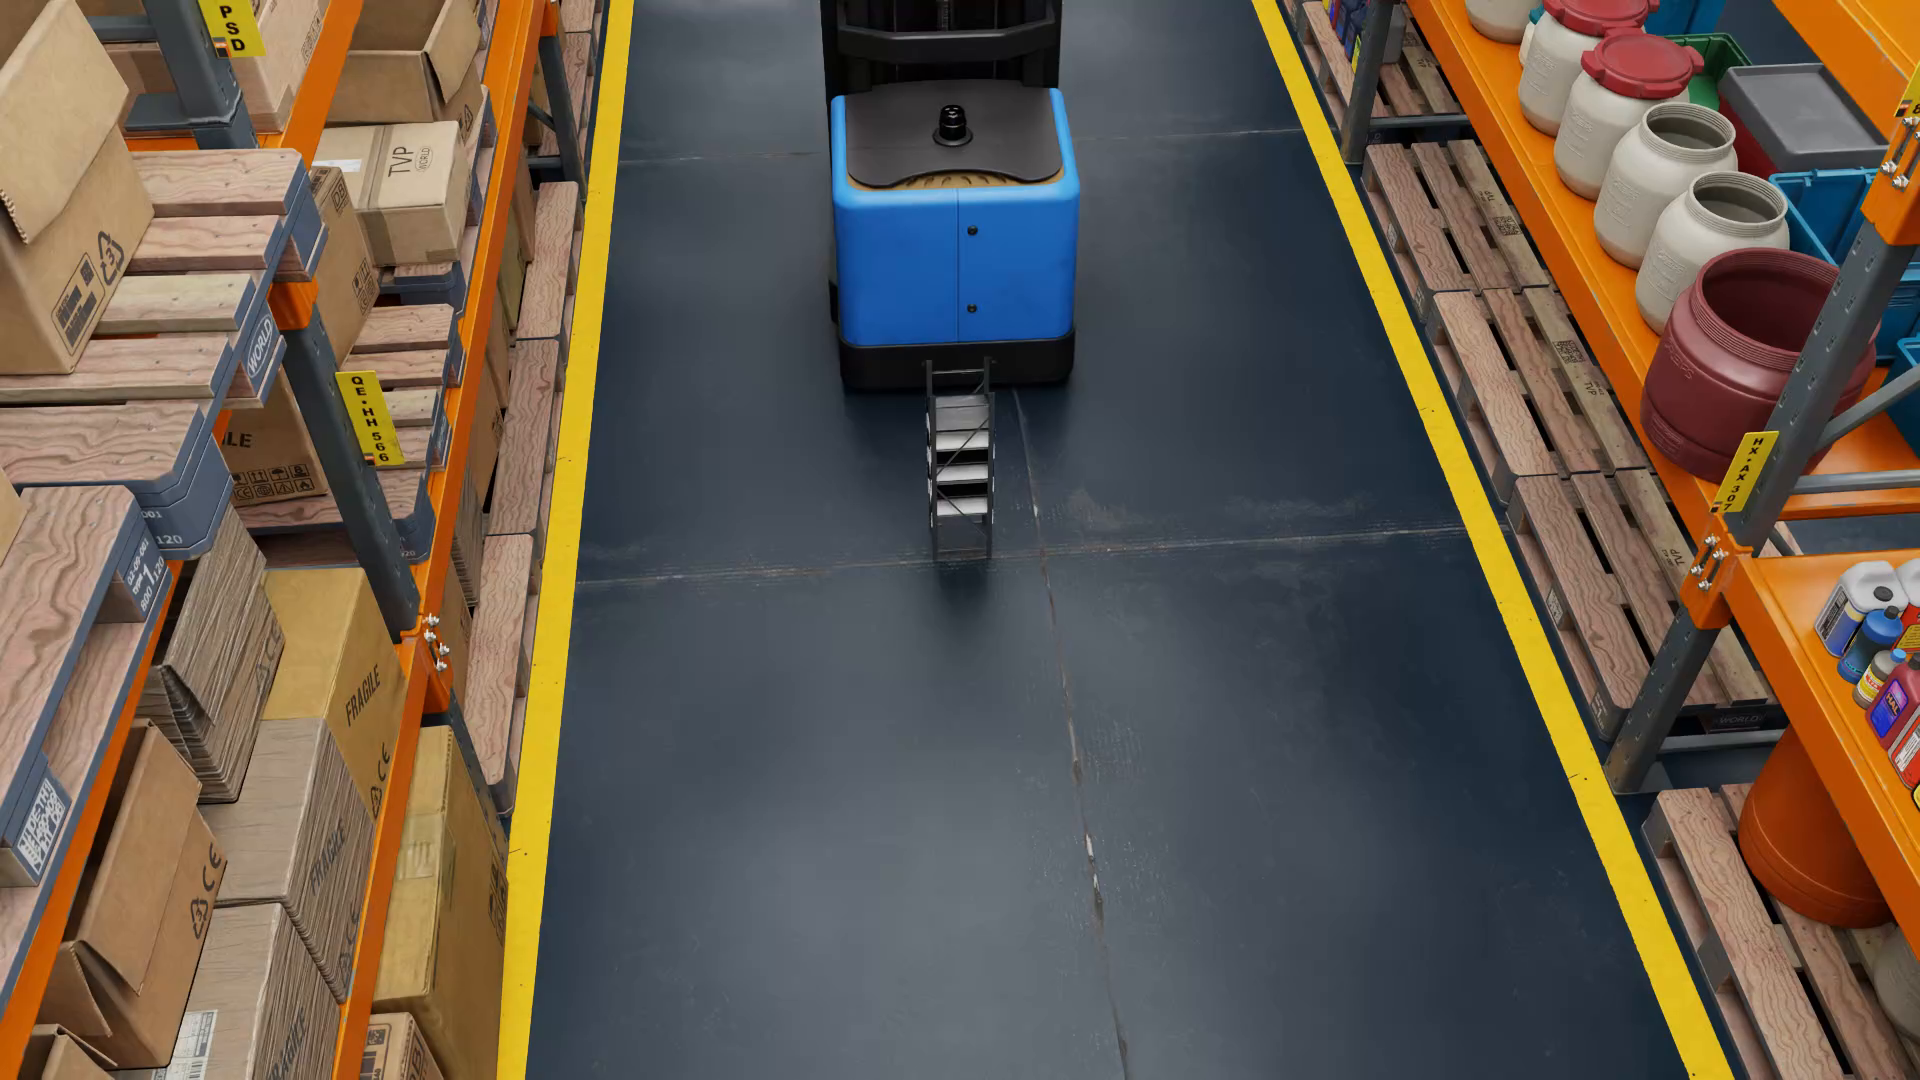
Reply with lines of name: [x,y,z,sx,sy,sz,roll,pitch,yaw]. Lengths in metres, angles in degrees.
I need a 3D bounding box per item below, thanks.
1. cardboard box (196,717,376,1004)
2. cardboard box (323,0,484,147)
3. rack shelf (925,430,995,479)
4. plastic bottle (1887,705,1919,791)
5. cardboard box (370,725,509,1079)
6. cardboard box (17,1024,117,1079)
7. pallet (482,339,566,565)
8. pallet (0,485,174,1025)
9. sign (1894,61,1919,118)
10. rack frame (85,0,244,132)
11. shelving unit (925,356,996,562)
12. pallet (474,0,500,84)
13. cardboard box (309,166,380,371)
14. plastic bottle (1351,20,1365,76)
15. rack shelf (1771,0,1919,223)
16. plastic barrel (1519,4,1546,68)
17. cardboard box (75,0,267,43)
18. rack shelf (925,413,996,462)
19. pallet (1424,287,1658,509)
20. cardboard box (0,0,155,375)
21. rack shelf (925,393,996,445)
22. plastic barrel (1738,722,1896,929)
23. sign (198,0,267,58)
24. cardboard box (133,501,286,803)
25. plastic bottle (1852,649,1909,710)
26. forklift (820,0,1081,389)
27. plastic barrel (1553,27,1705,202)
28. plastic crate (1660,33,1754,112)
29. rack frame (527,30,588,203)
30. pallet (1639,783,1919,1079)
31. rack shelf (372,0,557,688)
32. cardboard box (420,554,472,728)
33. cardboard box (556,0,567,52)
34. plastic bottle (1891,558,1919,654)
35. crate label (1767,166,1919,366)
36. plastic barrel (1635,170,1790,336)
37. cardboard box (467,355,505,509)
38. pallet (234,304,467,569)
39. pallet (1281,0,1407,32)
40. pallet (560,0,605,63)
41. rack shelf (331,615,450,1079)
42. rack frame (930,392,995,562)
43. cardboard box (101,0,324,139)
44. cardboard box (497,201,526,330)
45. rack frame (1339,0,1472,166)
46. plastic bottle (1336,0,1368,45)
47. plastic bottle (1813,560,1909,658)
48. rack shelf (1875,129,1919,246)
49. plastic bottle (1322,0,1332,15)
cardboard box: [-1.758,0.790,4.003,0.500,0.500,0.500,-4,47,-4]
cardboard box: [-2.180,-1.704,6.074,0.797,0.503,0.637,1,47,1]
rack shelf: [0.001,-0.343,6.513,0.258,0.077,0.200,-3,47,-3]
plastic bottle: [2.606,0.531,4.403,0.152,0.276,0.135,-3,47,-3]
cardboard box: [-2.045,1.208,4.850,1.225,0.875,0.875,-5,47,-5]
cardboard box: [-1.922,1.229,2.897,0.797,0.503,0.637,-2,47,-2]
pallet: [-2.245,-0.366,7.087,1.003,0.211,1.213,-3,47,-3]
pallet: [-1.879,0.427,2.481,1.003,0.211,1.213,-2,47,-1]
sign: [2.306,-1.136,3.903,0.100,0.325,0.005,-3,47,-3]
rack frame: [-2.082,-1.941,2.527,1.000,3.000,0.127,-3,47,-3]
shelving unit: [0.001,-0.304,6.554,0.258,0.900,0.210,-3,47,-3]
pallet: [-2.498,-2.145,6.984,1.003,0.211,1.213,-3,47,-3]
cardboard box: [-2.313,-0.843,5.261,0.700,0.500,0.500,3,47,3]
plastic bottle: [2.150,-2.619,8.868,0.061,0.283,0.133,-1,47,-1]
rack shelf: [2.686,-2.410,5.533,1.077,0.370,4.000,-3,47,-3]
plastic barrel: [2.477,-2.059,6.866,0.301,0.262,0.301,0,47,0]
cardboard box: [-1.865,-1.472,3.735,0.500,0.500,0.500,-3,47,-3]
rack shelf: [0.001,-0.404,6.448,0.258,0.077,0.200,-3,47,-3]
pallet: [2.728,-0.664,7.370,1.003,0.211,1.213,-3,47,-3]
cardboard box: [-1.959,-0.653,3.012,0.797,0.503,0.637,-1,47,-1]
rack shelf: [0.001,-0.466,6.382,0.258,0.077,0.200,-3,47,-3]
plastic barrel: [2.912,0.775,5.292,0.600,0.830,0.708,-3,47,-3]
sign: [-1.528,-1.143,3.426,0.100,0.325,0.005,-3,47,-3]
cardboard box: [-2.037,0.272,3.803,0.797,0.503,0.637,-2,47,-2]
plastic bottle: [2.558,0.378,4.600,0.097,0.201,0.097,0,47,0]
forklift: [-0.101,-2.748,7.470,1.130,2.935,3.031,-3,47,-2]
plastic barrel: [2.478,-1.571,6.215,0.433,0.535,0.433,0,47,0]
plastic crate: [2.946,-1.758,6.631,0.450,0.188,0.662,-3,47,-3]
rack frame: [-2.417,-2.772,7.446,1.000,3.000,0.127,-3,47,-3]
pallet: [2.961,1.347,5.465,1.003,0.211,1.213,-3,47,-3]
rack shelf: [-2.249,-1.078,6.337,1.077,0.370,4.000,-3,47,-3]
cardboard box: [-2.158,0.346,5.911,0.700,0.500,0.500,-6,47,-5]
cardboard box: [-2.466,-2.763,8.870,0.500,0.500,0.500,10,47,9]
plastic bottle: [2.719,0.187,4.729,0.152,0.276,0.135,-3,47,-3]
crate label: [3.040,-0.927,5.674,0.502,0.435,0.616,-3,47,-3]
plastic barrel: [2.555,-0.949,5.642,0.421,0.512,0.421,0,47,0]
cardboard box: [-2.271,-0.464,6.679,0.700,0.500,0.500,0,47,0]
pallet: [-2.248,-0.321,5.257,1.213,0.211,1.003,-3,47,-3]
pallet: [2.399,-3.488,10.044,1.003,0.211,1.213,-3,47,-3]
pallet: [-2.614,-3.182,9.755,1.003,0.211,1.213,-3,47,-3]
rack shelf: [-1.915,1.816,3.596,1.077,0.370,4.000,-3,47,-3]
rack frame: [0.009,-0.230,6.485,0.240,0.900,0.006,-3,47,-3]
cardboard box: [-1.868,-1.214,4.007,0.500,0.250,0.500,-3,47,-3]
cardboard box: [-2.366,-1.272,7.444,0.700,0.500,0.500,-4,47,-4]
rack frame: [2.519,-3.073,7.731,1.000,3.000,0.127,-3,47,-3]
plastic bottle: [2.162,-2.901,9.090,0.144,0.351,0.185,-6,47,-5]
plastic bottle: [2.568,0.196,4.720,0.152,0.276,0.135,-3,47,-3]
rack shelf: [3.021,0.484,2.792,1.077,0.370,4.000,-3,47,-3]
plastic bottle: [2.135,-3.135,9.311,0.144,0.351,0.185,-4,47,-4]
